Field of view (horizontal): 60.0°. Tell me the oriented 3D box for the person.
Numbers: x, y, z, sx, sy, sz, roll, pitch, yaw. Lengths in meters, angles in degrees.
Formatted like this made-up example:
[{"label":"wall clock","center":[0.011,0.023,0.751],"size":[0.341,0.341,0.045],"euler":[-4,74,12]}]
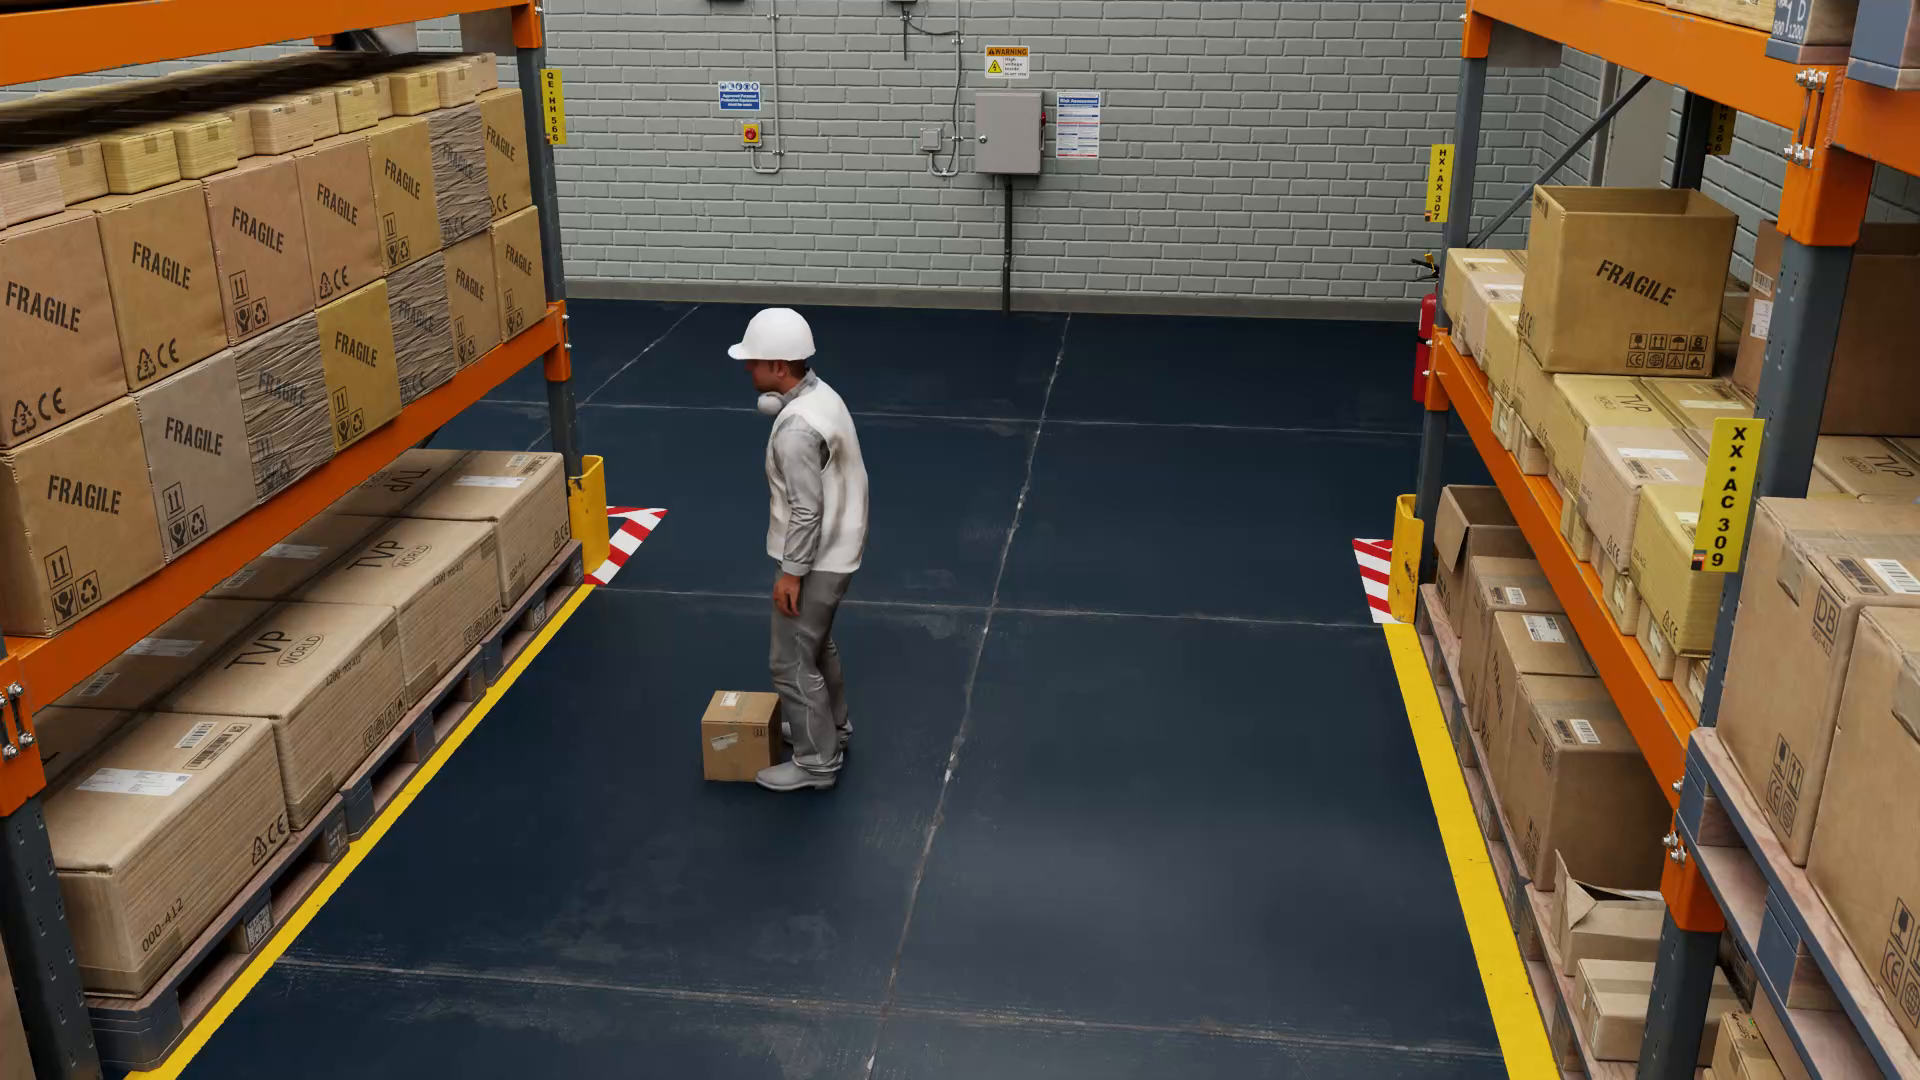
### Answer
[{"label":"person","center":[-0.555,0.038,5.947],"size":[0.465,1.770,0.591],"euler":[1,21,3]}]
